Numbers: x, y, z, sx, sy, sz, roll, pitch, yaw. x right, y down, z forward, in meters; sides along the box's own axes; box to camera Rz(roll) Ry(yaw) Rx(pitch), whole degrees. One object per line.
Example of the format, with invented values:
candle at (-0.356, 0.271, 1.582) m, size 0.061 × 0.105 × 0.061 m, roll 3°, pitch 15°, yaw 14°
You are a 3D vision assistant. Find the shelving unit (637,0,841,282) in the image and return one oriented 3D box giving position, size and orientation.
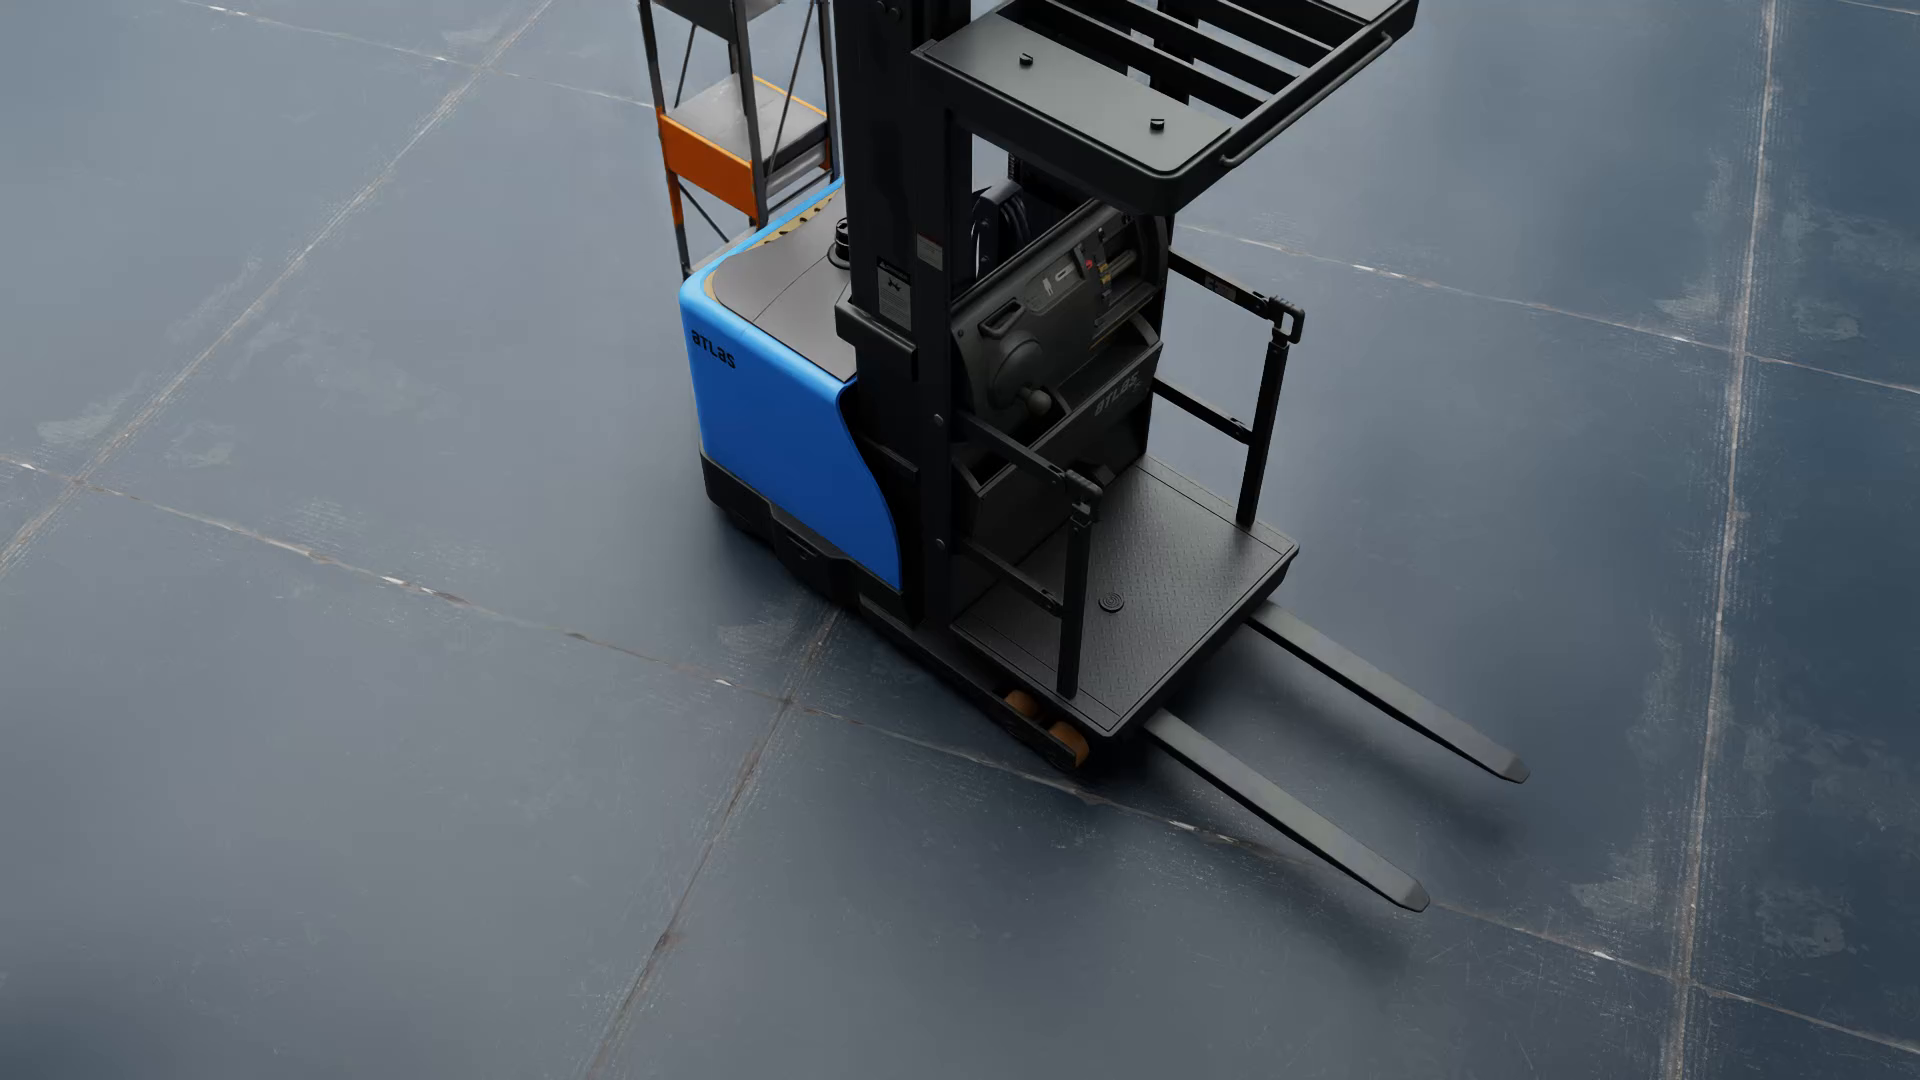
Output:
shelving unit at (-0.756, -1.360, 6.038) m, size 0.503 × 2.100 × 0.431 m, roll 33°, pitch 57°, yaw 26°

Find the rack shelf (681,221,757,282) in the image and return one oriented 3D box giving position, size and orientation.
rack shelf at (-0.755, -0.892, 6.577) m, size 0.480 × 0.518 × 0.431 m, roll 33°, pitch 57°, yaw 26°

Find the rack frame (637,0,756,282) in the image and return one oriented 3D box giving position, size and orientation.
rack frame at (-0.940, -1.480, 6.143) m, size 0.015 × 2.100 × 0.400 m, roll 33°, pitch 57°, yaw 26°

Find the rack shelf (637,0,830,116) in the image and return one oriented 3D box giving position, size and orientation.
rack shelf at (-0.756, -1.810, 5.520) m, size 0.480 × 0.518 × 0.431 m, roll 33°, pitch 57°, yaw 26°

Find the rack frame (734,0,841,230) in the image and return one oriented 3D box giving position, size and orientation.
rack frame at (-0.571, -1.239, 5.933) m, size 0.015 × 2.100 × 0.400 m, roll 33°, pitch 57°, yaw 26°

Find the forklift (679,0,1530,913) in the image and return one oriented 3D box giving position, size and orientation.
forklift at (0.471, -0.644, 4.868) m, size 3.031 × 2.935 × 1.130 m, roll 34°, pitch 57°, yaw 26°

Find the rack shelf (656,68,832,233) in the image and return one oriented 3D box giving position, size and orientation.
rack shelf at (-0.755, -1.351, 6.049) m, size 0.480 × 0.518 × 0.431 m, roll 33°, pitch 57°, yaw 26°
